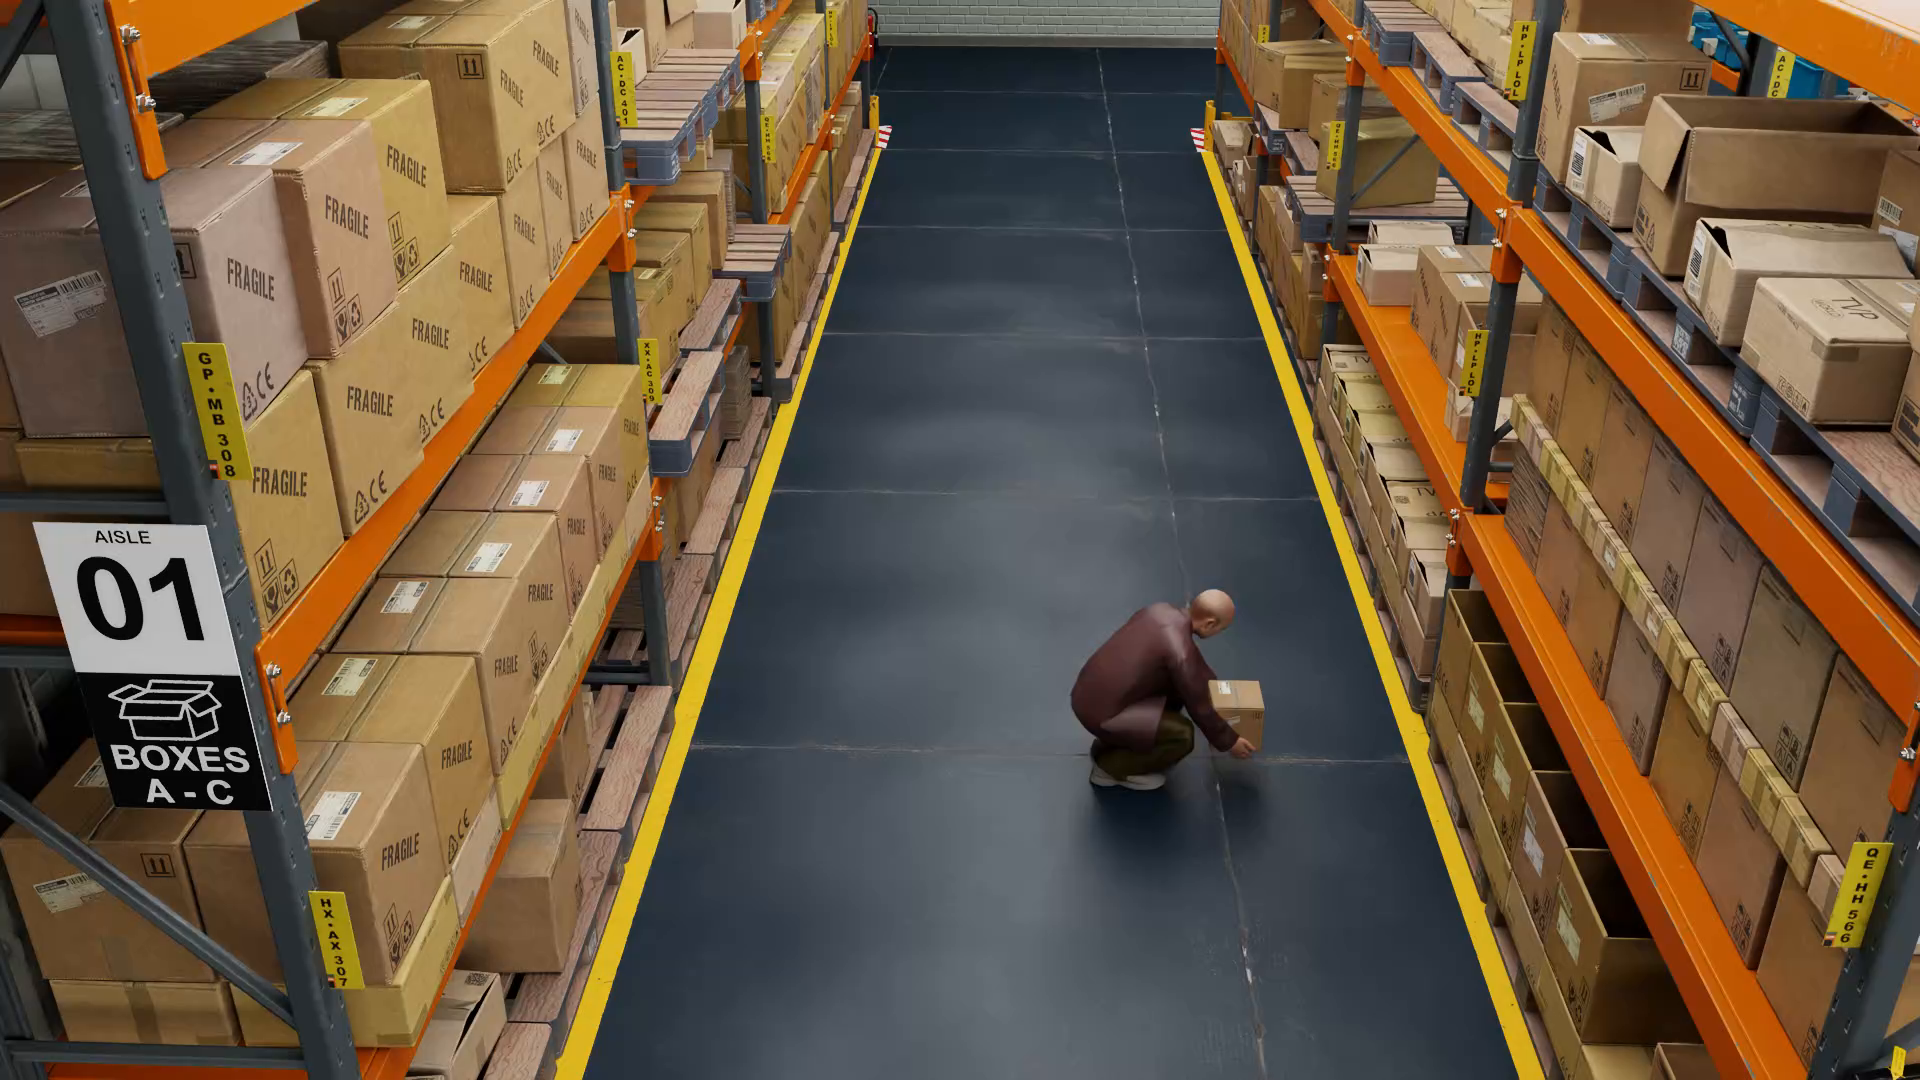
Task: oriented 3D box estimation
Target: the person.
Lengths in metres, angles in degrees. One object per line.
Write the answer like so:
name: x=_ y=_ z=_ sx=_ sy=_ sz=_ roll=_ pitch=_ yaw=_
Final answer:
person: x=0.996 y=0.707 z=8.134 sx=0.905 sy=0.996 sz=0.599 roll=1 pitch=28 yaw=2
